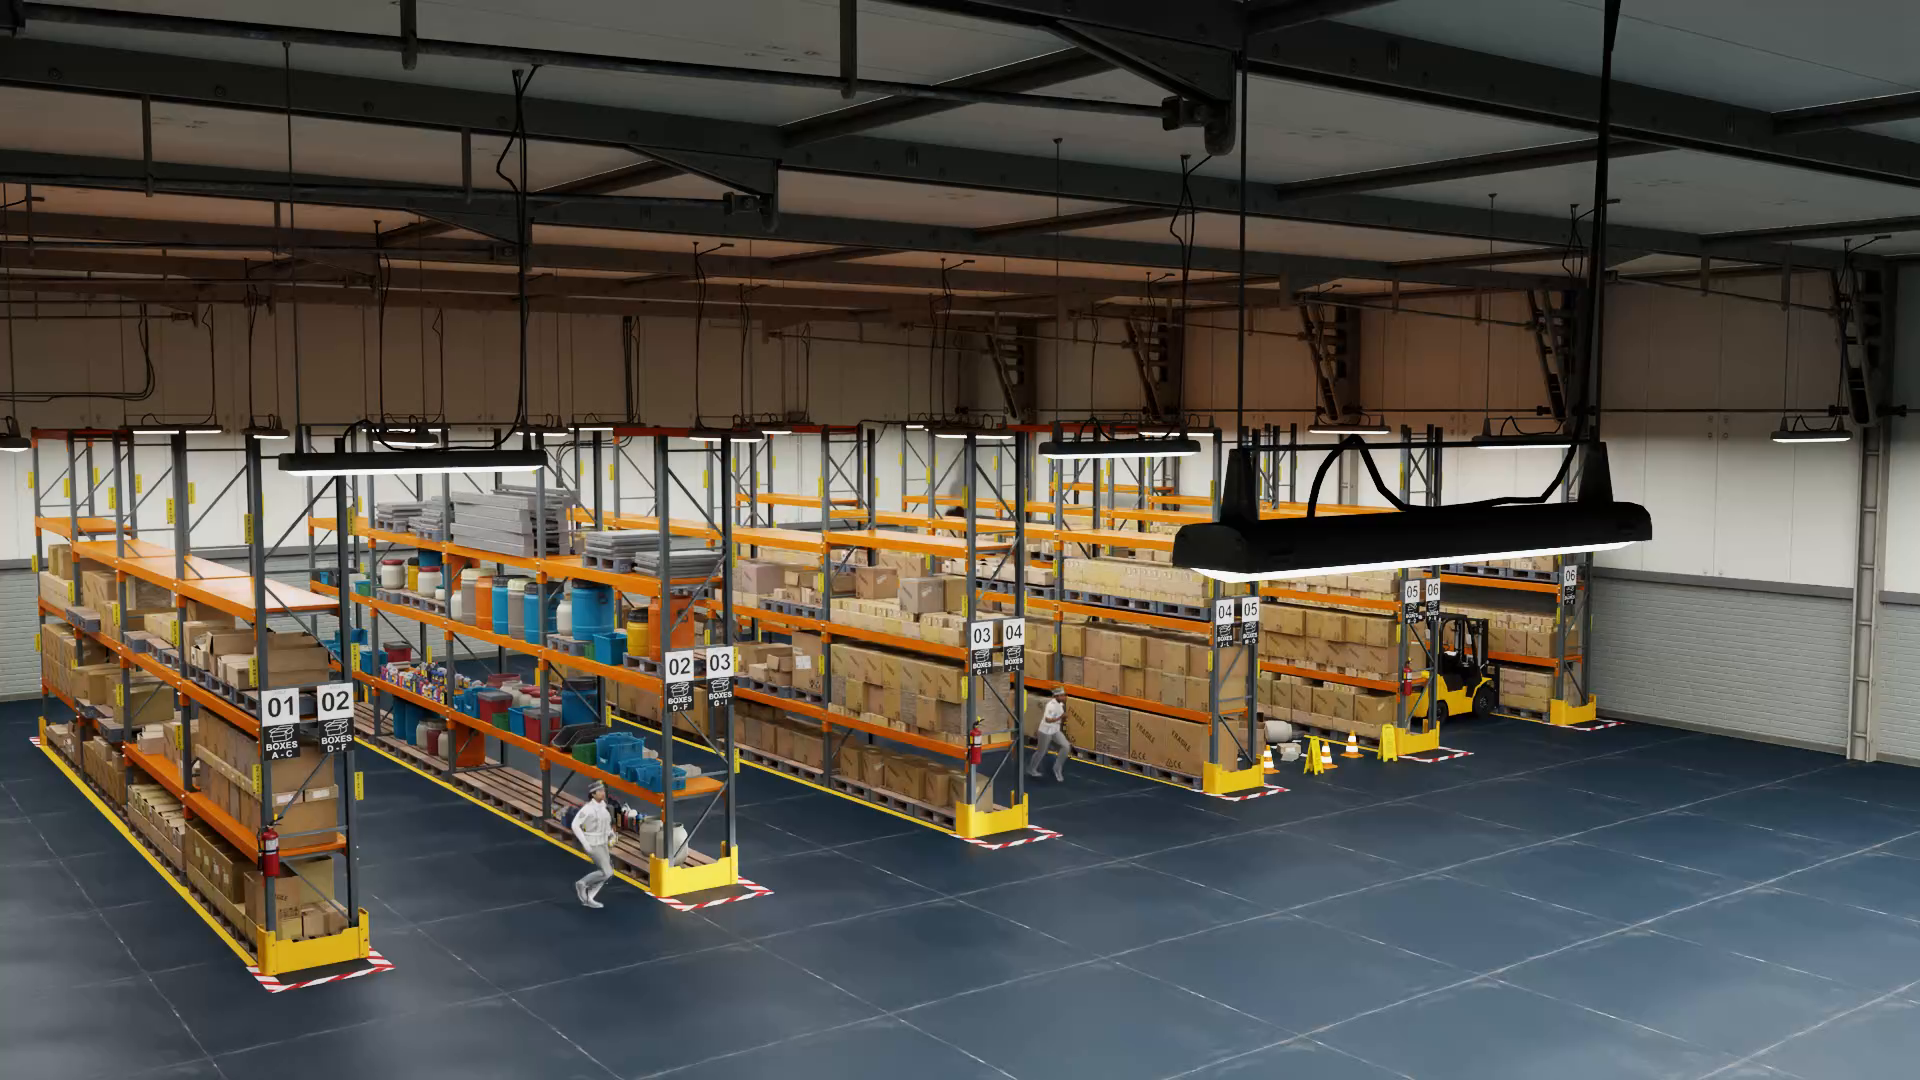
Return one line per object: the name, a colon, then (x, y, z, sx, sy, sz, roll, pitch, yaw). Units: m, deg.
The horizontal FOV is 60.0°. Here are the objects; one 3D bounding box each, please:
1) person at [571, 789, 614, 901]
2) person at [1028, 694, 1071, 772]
person: (-4.589, 3.844, 21.098, 0.452, 1.519, 0.608, 1, 5, 14)
person: (1.594, 3.238, 28.219, 0.708, 1.487, 0.566, 4, 6, 41)
